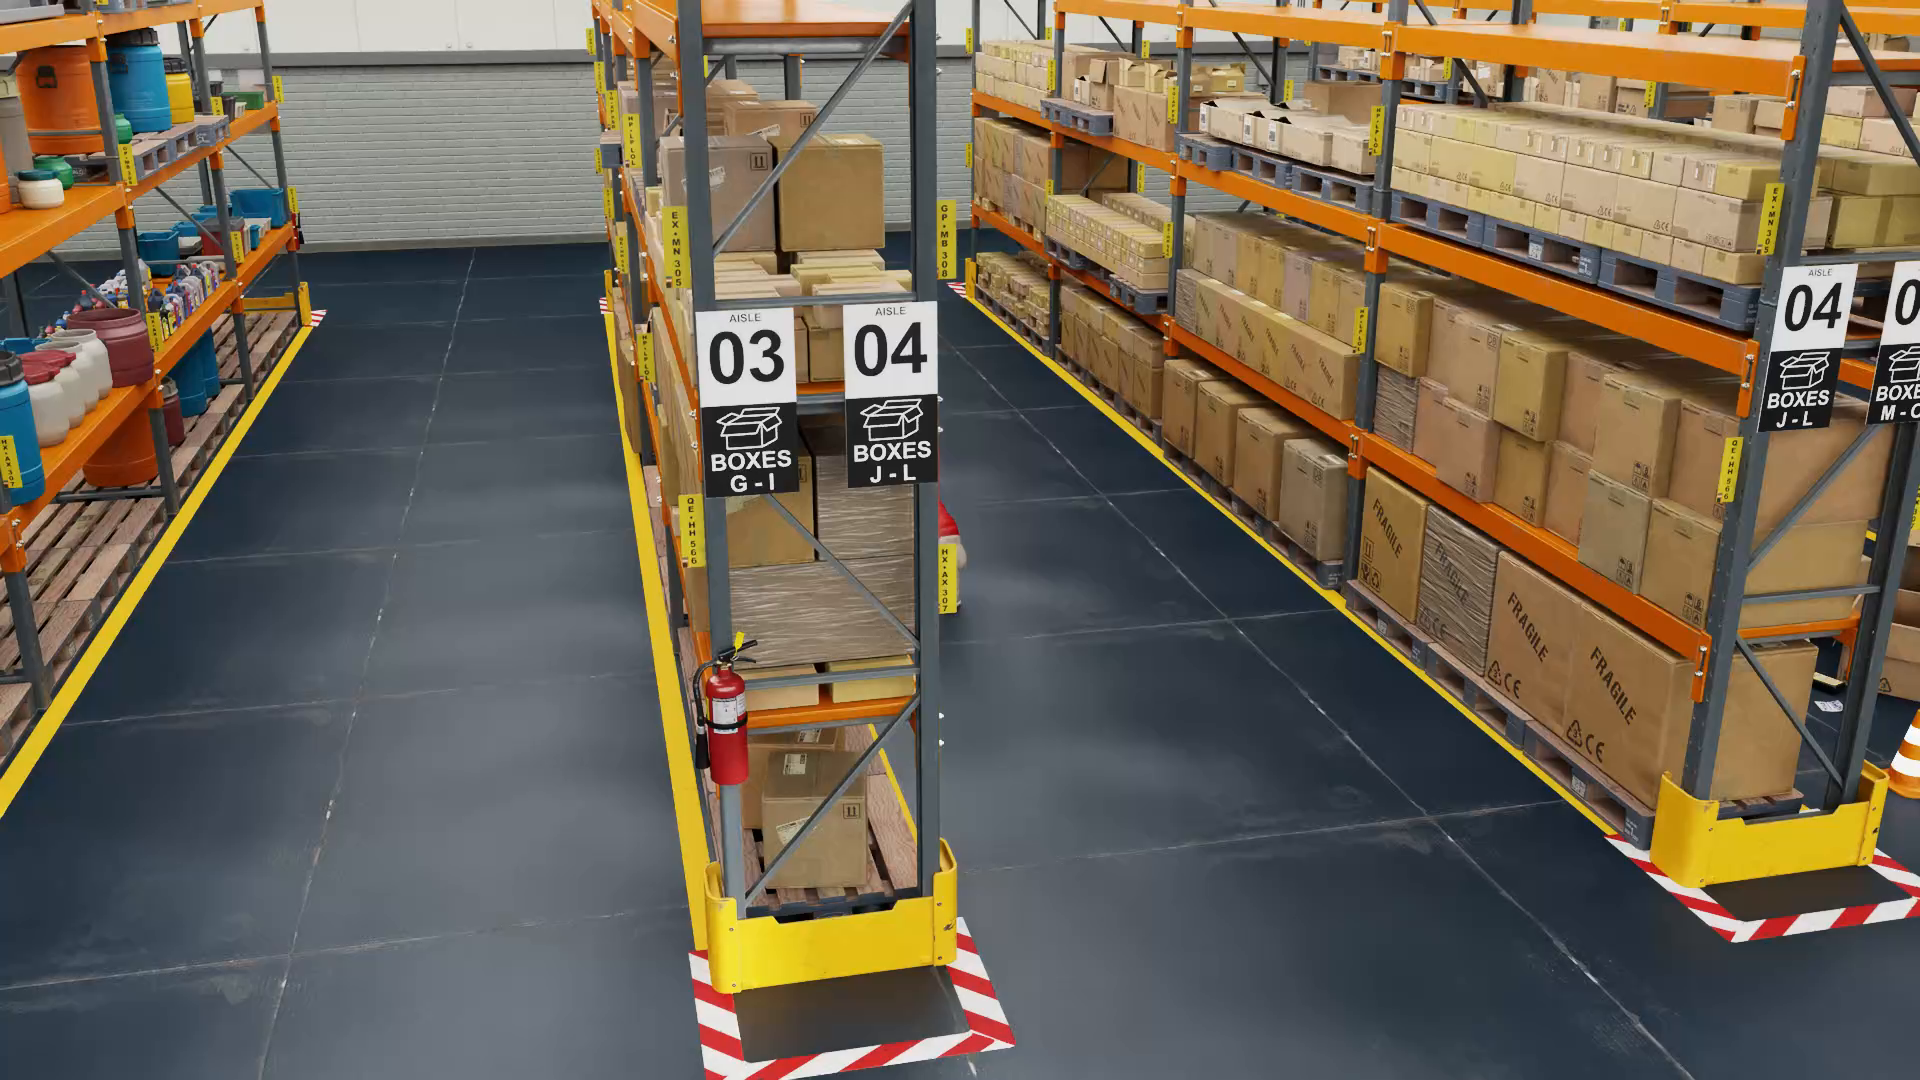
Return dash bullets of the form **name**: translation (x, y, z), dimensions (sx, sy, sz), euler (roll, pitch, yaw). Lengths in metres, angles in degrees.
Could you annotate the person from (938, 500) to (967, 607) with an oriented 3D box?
- **person**: translation (-0.264, 0.088, 12.382), dimensions (0.533, 0.843, 0.904), euler (-6, 20, -17)
